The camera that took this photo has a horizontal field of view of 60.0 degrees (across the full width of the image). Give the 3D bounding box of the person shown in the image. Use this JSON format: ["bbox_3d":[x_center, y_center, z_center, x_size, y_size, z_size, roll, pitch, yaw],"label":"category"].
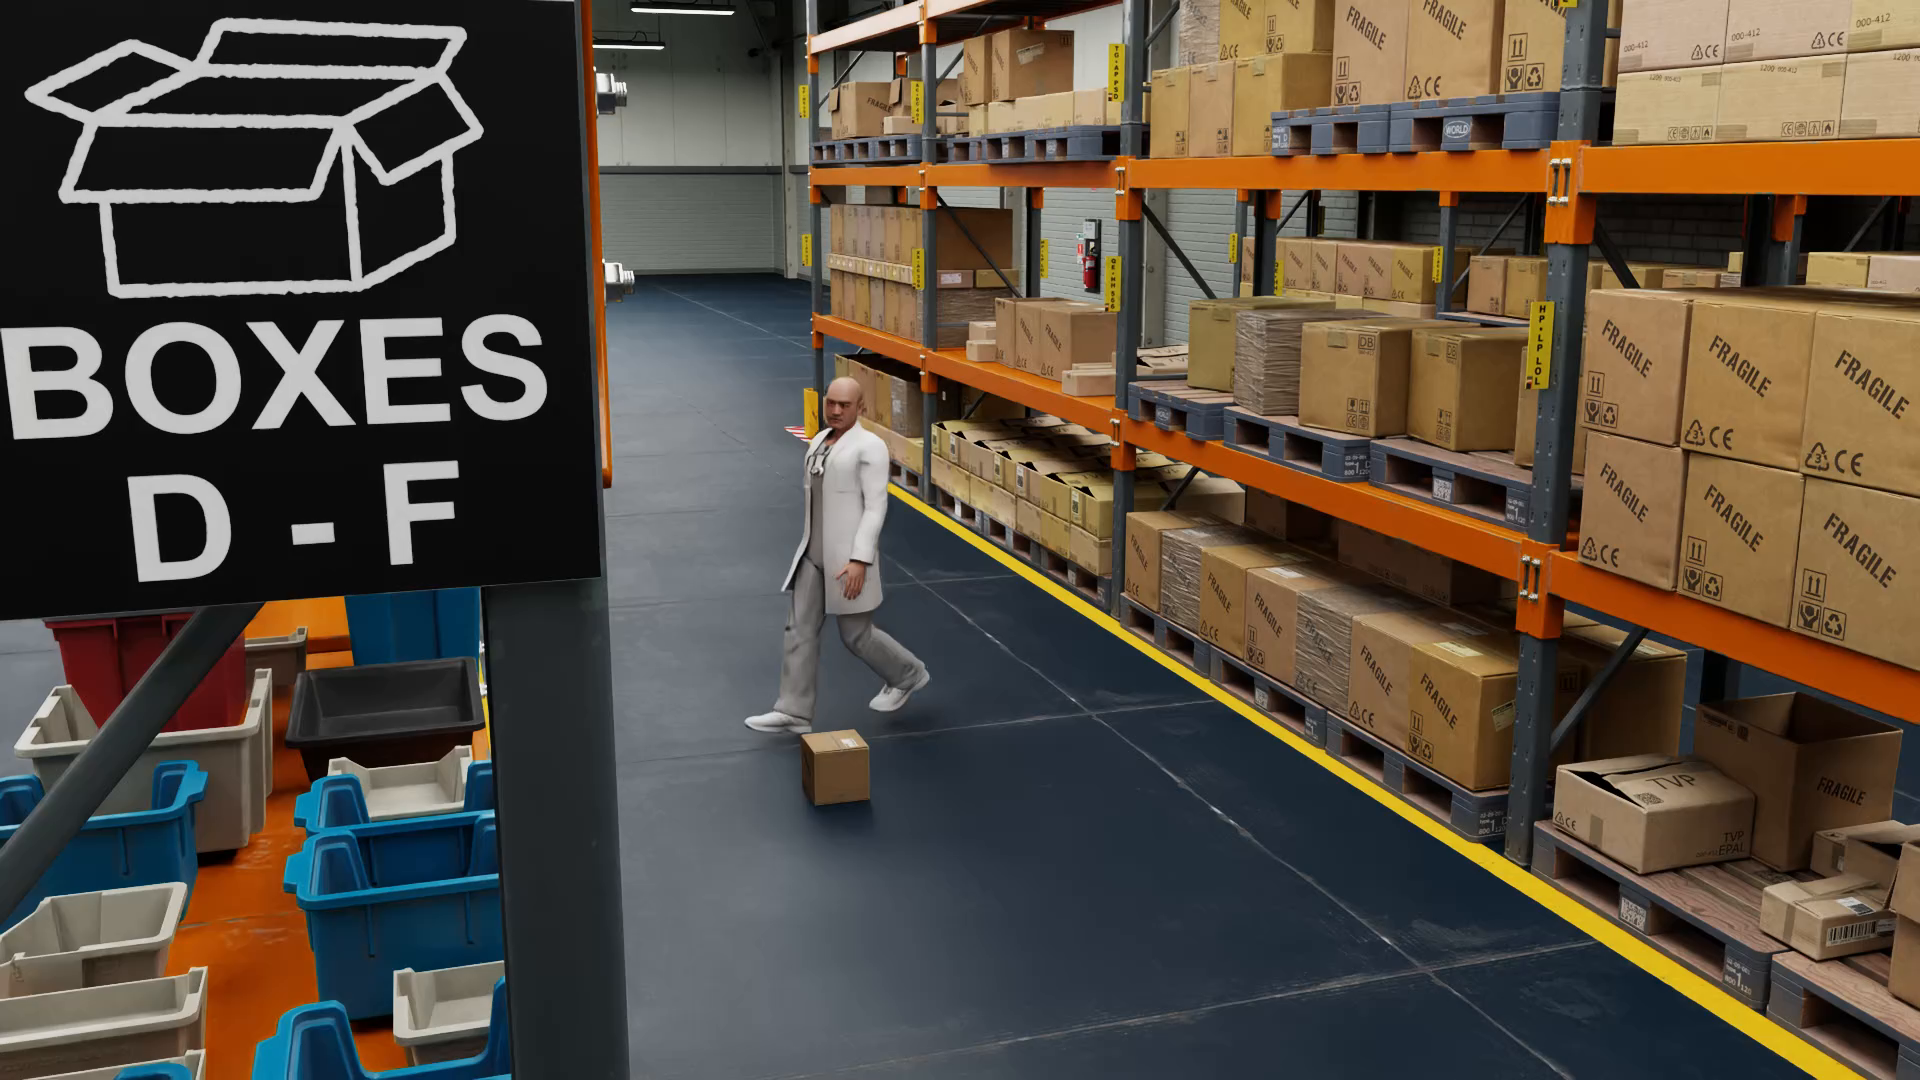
[{"bbox_3d":[-0.597,0.081,8.123,1.012,1.756,0.630,-10,16,-40],"label":"person"}]
